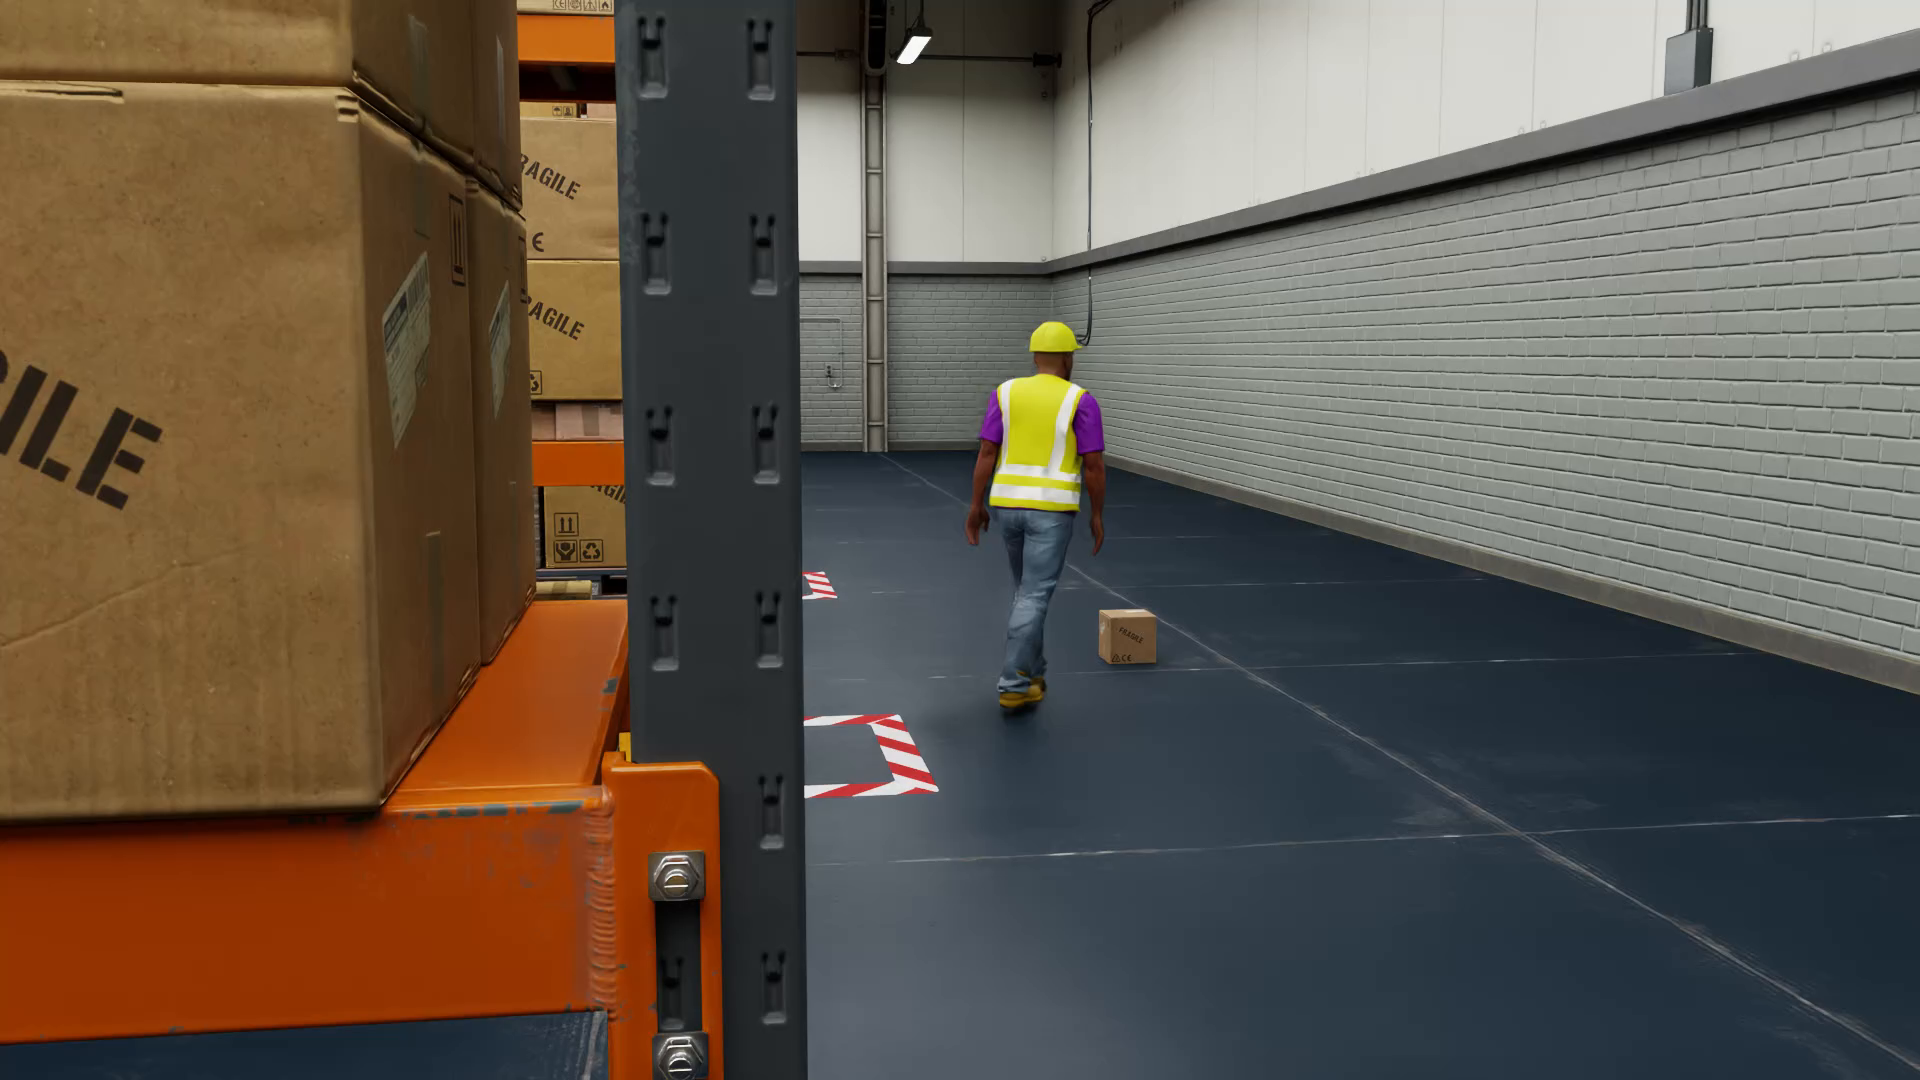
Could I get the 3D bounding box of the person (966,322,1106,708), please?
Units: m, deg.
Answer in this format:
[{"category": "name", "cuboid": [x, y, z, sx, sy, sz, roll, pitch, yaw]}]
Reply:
[{"category": "person", "cuboid": [0.367, -0.106, 7.645, 0.615, 1.784, 0.695, 4, 8, 32]}]
